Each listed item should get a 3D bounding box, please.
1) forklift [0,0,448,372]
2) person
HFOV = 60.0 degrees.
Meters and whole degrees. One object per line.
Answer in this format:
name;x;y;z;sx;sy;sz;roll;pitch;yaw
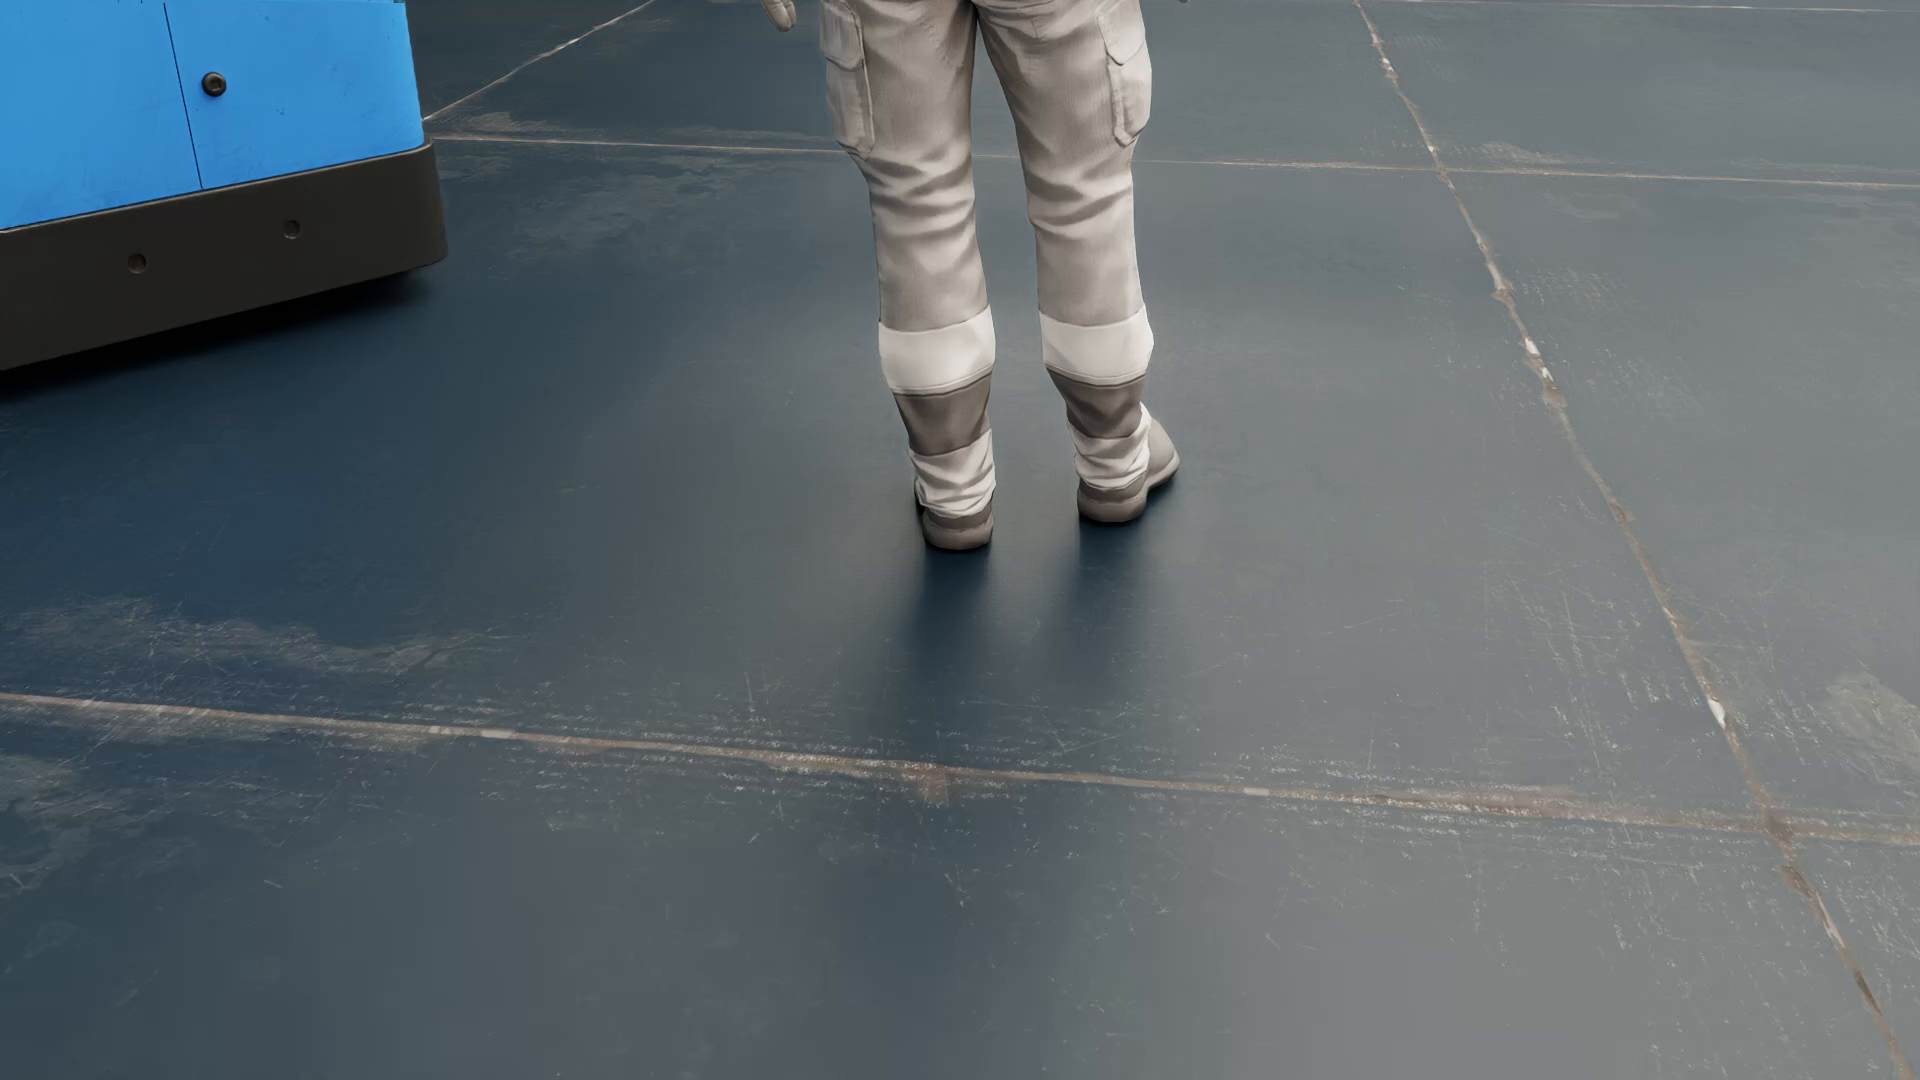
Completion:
forklift;-2.522;-2.139;3.505;3.031;2.935;1.130;22;34;37
person;0.023;-0.842;2.167;0.637;1.787;0.564;3;27;7
